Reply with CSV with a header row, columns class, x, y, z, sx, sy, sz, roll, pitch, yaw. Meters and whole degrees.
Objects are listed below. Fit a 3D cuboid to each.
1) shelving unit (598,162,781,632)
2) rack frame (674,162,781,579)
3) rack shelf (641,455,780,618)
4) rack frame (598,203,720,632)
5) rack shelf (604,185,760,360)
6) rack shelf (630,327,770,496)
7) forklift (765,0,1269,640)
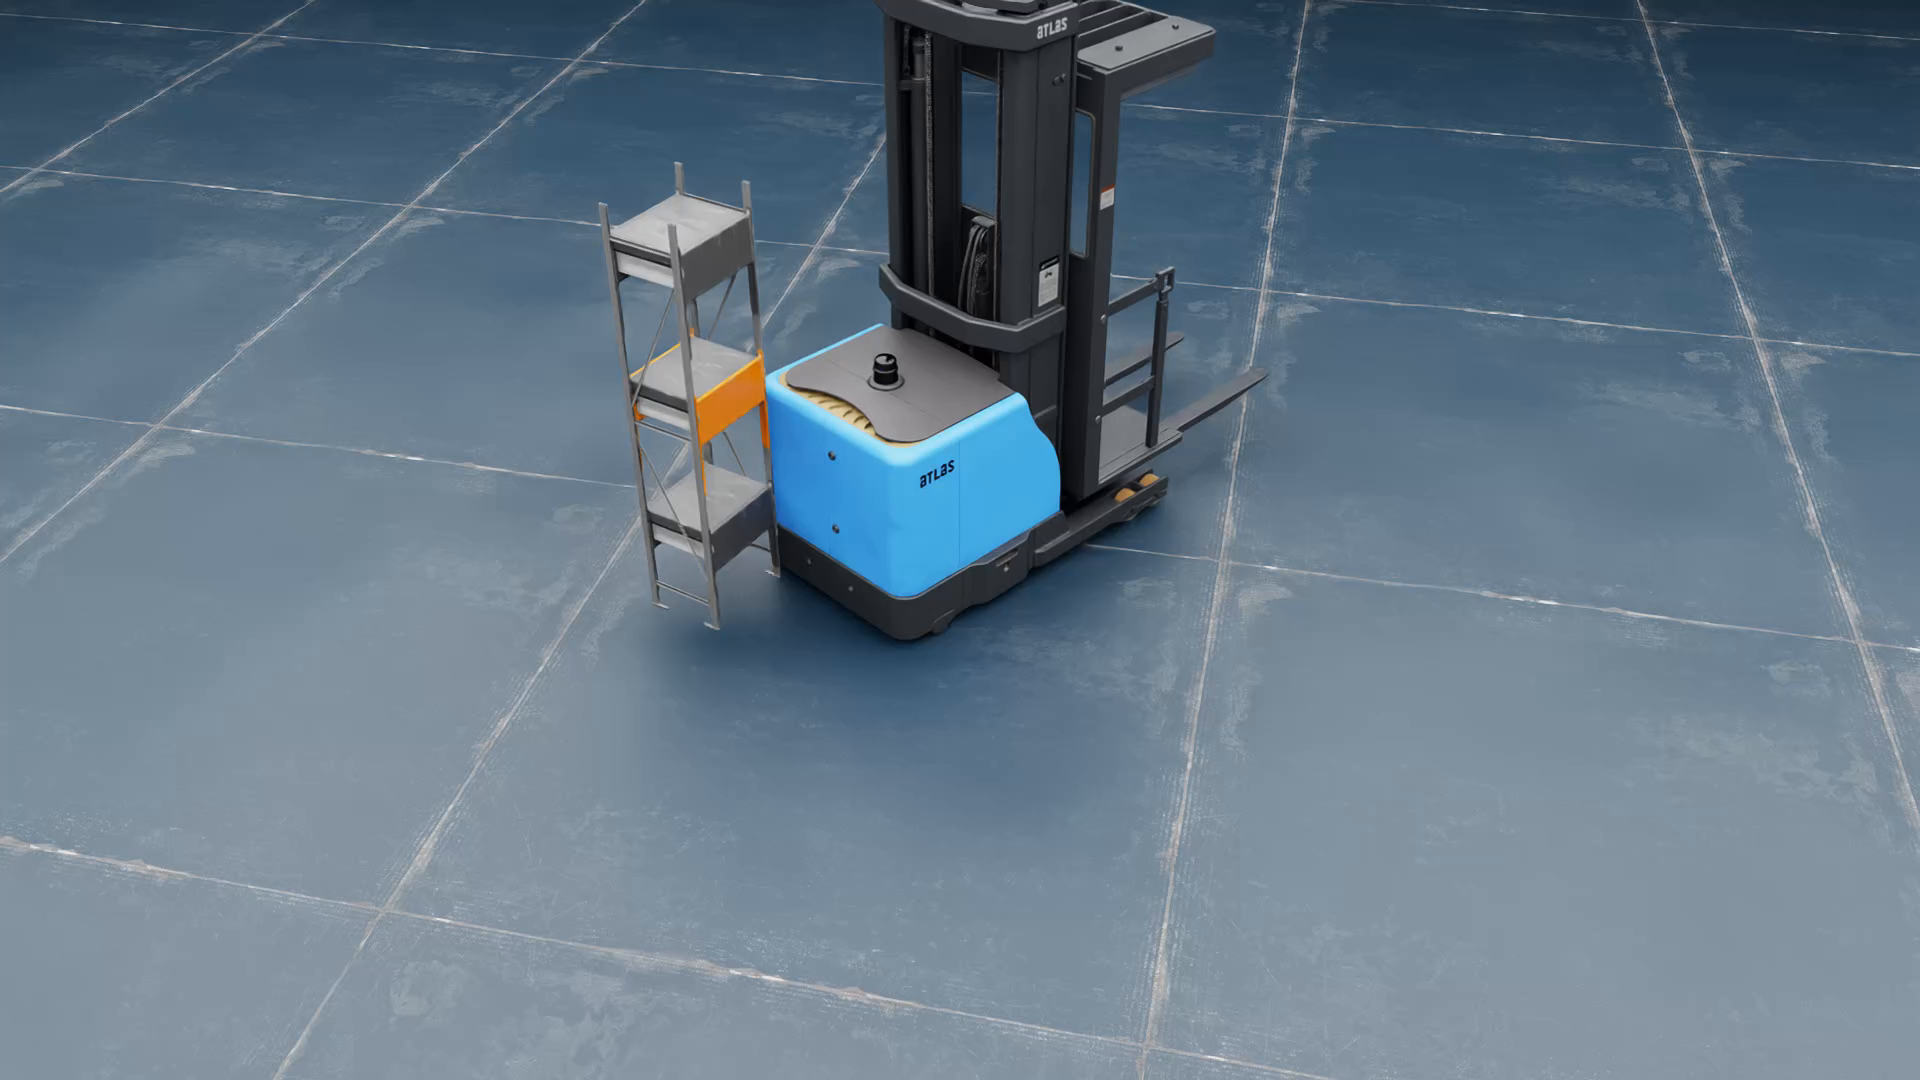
class,x,y,z,sx,sy,sz,roll,pitch,yaw
shelving unit,-1.190,-0.600,7.559,0.431,2.100,0.503,20,40,25
rack frame,-1.062,-0.722,7.727,0.400,2.100,0.015,20,40,25
rack shelf,-1.190,-0.022,7.978,0.431,0.518,0.480,20,40,25
rack frame,-1.318,-0.478,7.391,0.400,2.100,0.015,20,40,25
rack shelf,-1.190,-1.156,7.156,0.431,0.518,0.480,20,40,25
rack shelf,-1.190,-0.589,7.567,0.431,0.518,0.480,20,40,25
forklift,0.452,-1.480,8.065,3.031,2.935,1.130,-30,46,-35
